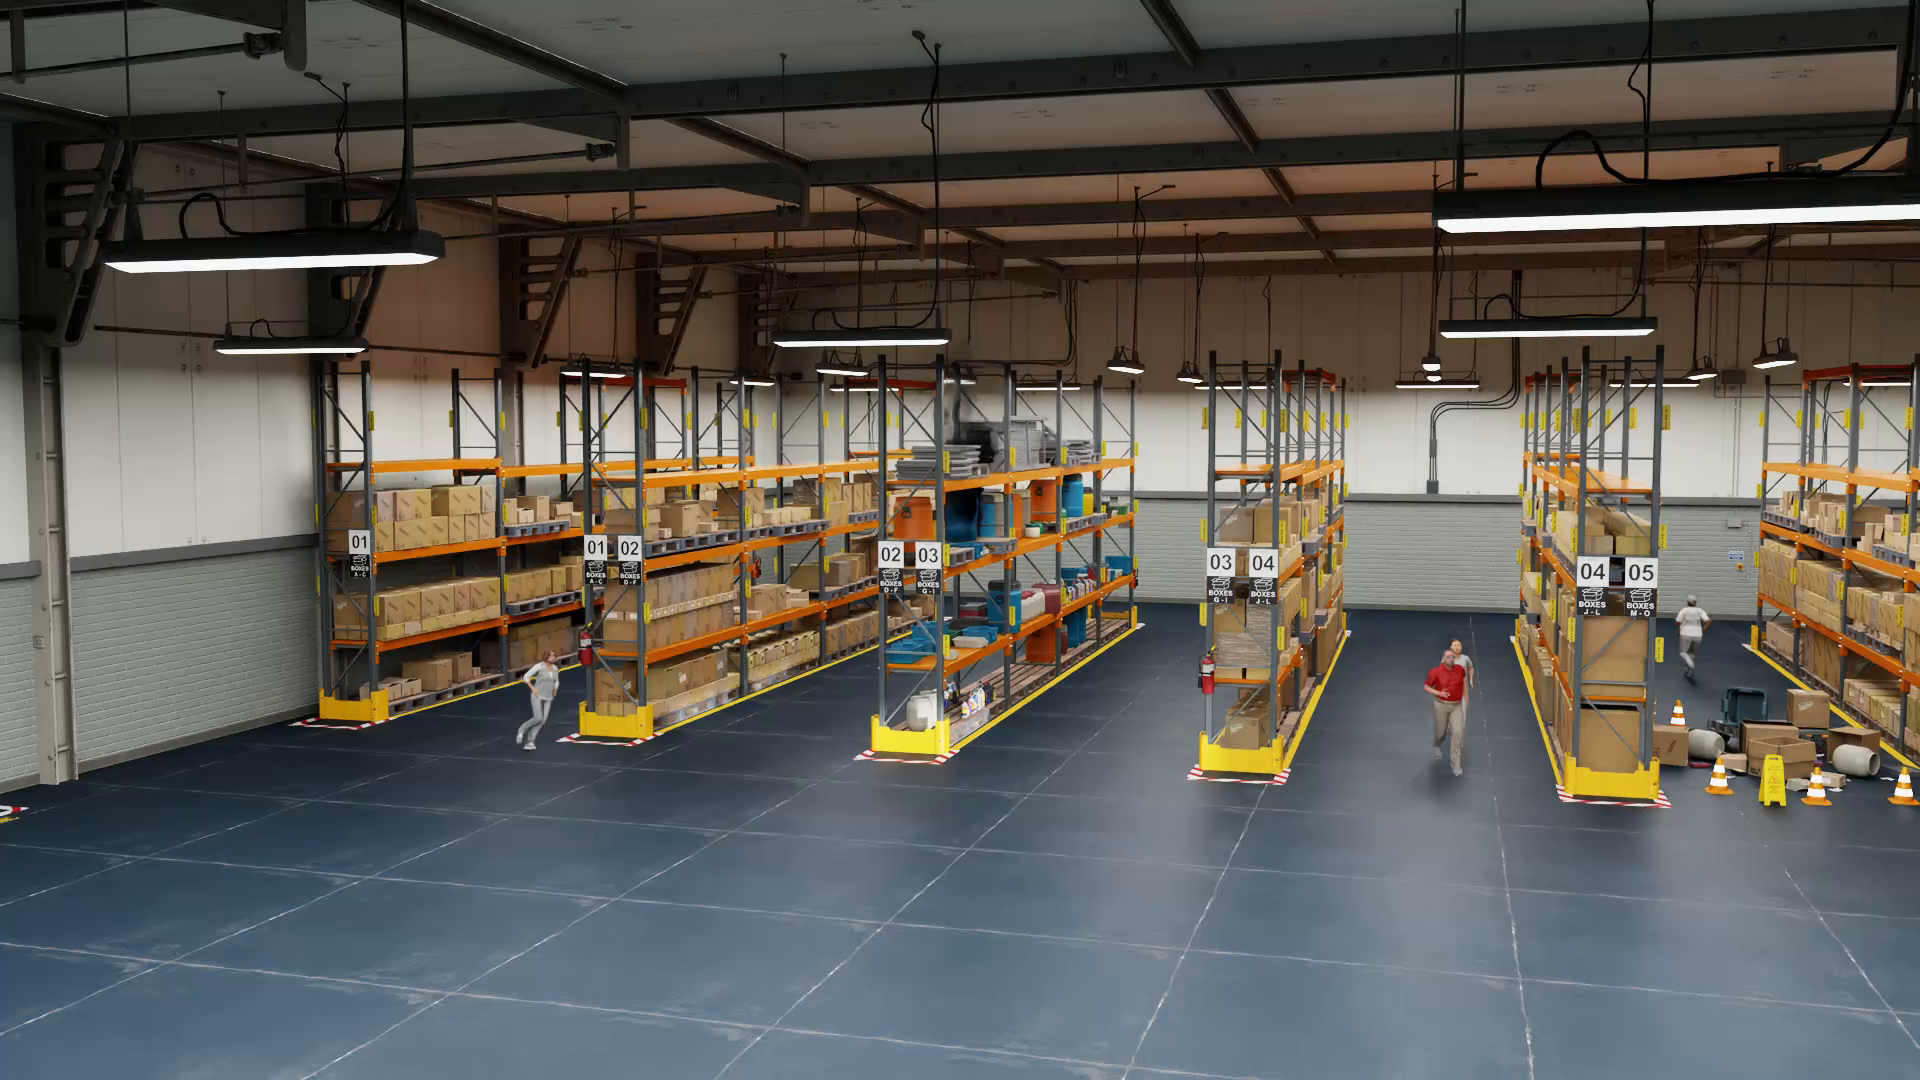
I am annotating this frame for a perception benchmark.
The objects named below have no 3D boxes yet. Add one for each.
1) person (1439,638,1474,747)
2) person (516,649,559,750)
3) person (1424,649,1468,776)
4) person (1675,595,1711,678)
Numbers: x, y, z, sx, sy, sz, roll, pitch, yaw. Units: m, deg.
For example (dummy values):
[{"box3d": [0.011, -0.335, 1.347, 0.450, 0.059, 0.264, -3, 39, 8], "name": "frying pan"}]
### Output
[{"box3d": [7.709, 2.344, 25.819, 0.583, 1.635, 0.894, 0, 4, 5], "name": "person"}, {"box3d": [-6.424, 2.423, 25.476, 0.543, 1.513, 0.618, 4, 6, 43], "name": "person"}, {"box3d": [7.006, 2.441, 23.926, 0.692, 1.761, 0.992, 0, 4, -3], "name": "person"}, {"box3d": [14.134, 1.881, 32.154, 0.619, 1.639, 0.870, 0, 4, 3], "name": "person"}]
